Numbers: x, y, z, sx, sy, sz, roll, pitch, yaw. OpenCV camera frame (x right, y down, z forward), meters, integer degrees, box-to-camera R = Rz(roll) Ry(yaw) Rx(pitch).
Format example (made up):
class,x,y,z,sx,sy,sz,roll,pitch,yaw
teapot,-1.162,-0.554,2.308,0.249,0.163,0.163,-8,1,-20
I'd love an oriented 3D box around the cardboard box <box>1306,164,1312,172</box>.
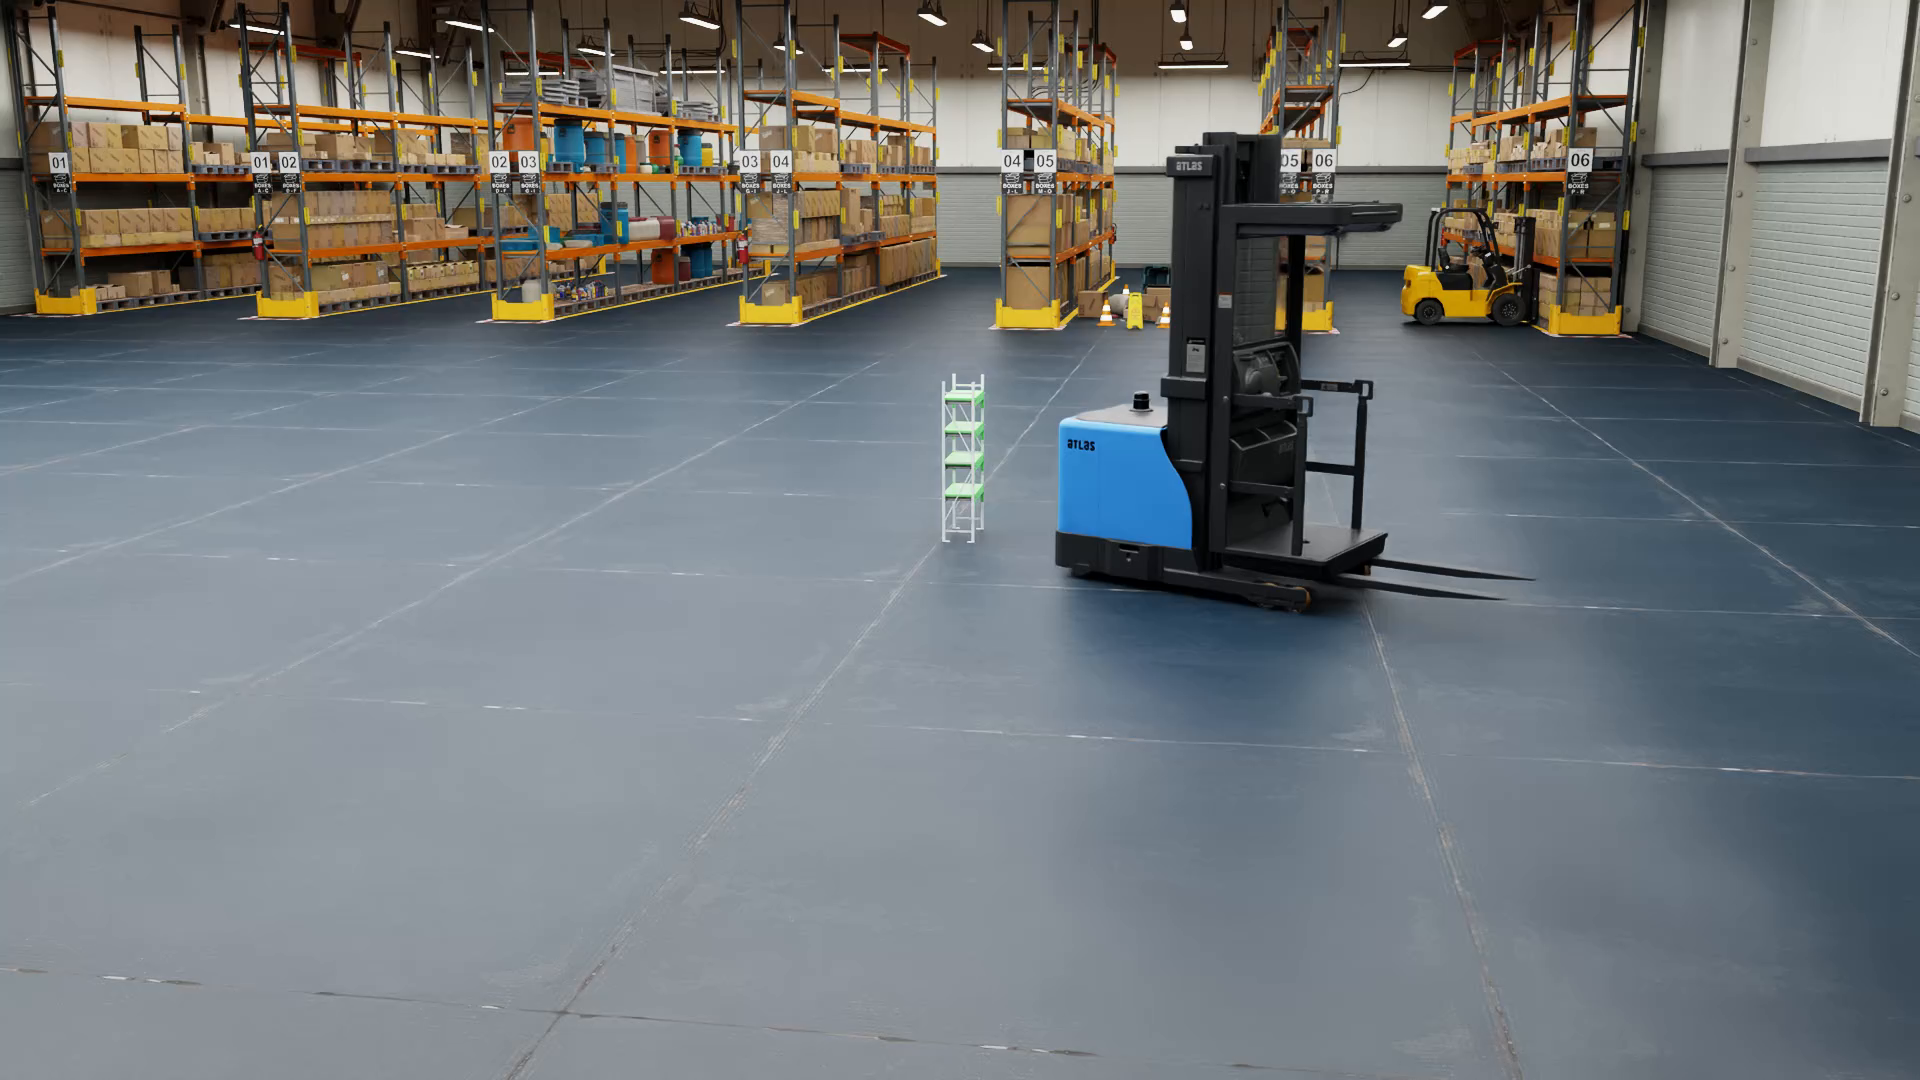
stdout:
class,x,y,z,sx,sy,sz,roll,pitch,yaw
cardboard box,6.493,-6.757,30.205,0.380,0.149,0.250,1,12,7

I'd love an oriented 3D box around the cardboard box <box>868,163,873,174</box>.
class,x,y,z,sx,sy,sz,roll,pitch,yaw
cardboard box,-2.287,-8.467,37.896,0.500,0.250,0.500,2,12,8

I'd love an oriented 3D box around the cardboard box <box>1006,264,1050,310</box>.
class,x,y,z,sx,sy,sz,roll,pitch,yaw
cardboard box,1.301,-4.747,31.447,0.875,0.875,0.875,2,12,9

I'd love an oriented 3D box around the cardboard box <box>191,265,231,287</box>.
class,x,y,z,sx,sy,sz,roll,pitch,yaw
cardboard box,-17.565,-6.189,38.981,0.700,0.500,0.500,2,12,8

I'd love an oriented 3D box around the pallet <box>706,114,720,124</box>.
class,x,y,z,sx,sy,sz,roll,pitch,yaw
pallet,-6.769,-10.749,42.408,1.003,0.211,1.213,2,12,9

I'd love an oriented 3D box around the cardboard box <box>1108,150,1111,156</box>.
class,x,y,z,sx,sy,sz,roll,pitch,yaw
cardboard box,3.855,-10.361,44.554,0.380,0.149,0.250,2,12,10

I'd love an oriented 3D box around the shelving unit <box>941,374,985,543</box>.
class,x,y,z,sx,sy,sz,roll,pitch,yaw
shelving unit,0.025,-0.621,12.527,0.258,1.200,0.503,2,12,9

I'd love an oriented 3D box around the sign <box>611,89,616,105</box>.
class,x,y,z,sx,sy,sz,roll,pitch,yaw
sign,-7.360,-9.422,35.351,0.100,0.325,0.005,2,12,9

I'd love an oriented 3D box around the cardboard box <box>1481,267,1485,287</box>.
class,x,y,z,sx,sy,sz,roll,pitch,yaw
cardboard box,12.244,-5.985,38.082,0.500,0.500,0.500,2,12,8

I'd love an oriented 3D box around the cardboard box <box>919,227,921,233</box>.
class,x,y,z,sx,sy,sz,roll,pitch,yaw
cardboard box,-1.245,-8.262,44.309,0.380,0.149,0.250,2,12,8

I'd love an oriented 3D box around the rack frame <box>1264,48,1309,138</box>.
class,x,y,z,sx,sy,sz,roll,pitch,yaw
rack frame,8.014,-10.728,40.915,1.000,3.000,0.127,2,12,9

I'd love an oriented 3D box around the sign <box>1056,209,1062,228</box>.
class,x,y,z,sx,sy,sz,roll,pitch,yaw
sign,1.810,-5.880,30.414,0.100,0.325,0.005,2,12,9

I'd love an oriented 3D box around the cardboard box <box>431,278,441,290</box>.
class,x,y,z,sx,sy,sz,roll,pitch,yaw
cardboard box,-12.332,-5.925,38.395,0.500,0.250,0.500,1,12,7

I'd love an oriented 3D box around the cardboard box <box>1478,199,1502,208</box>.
class,x,y,z,sx,sy,sz,roll,pitch,yaw
cardboard box,13.411,-8.376,42.108,0.500,0.500,0.500,2,12,7

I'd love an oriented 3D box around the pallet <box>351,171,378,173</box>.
class,x,y,z,sx,sy,sz,roll,pitch,yaw
pallet,-16.325,-10.191,45.753,1.003,0.211,1.213,2,12,9

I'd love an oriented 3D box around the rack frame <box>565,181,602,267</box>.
class,x,y,z,sx,sy,sz,roll,pitch,yaw
rack frame,-10.950,-9.271,48.394,1.000,3.000,0.127,2,12,9

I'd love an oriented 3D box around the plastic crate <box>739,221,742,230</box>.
class,x,y,z,sx,sy,sz,roll,pitch,yaw
plastic crate,-6.119,-8.622,45.634,0.416,0.233,0.300,2,12,9

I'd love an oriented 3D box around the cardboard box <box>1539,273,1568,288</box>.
class,x,y,z,sx,sy,sz,roll,pitch,yaw
cardboard box,10.977,-4.805,30.828,0.500,0.250,0.500,2,12,9

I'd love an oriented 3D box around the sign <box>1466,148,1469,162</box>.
class,x,y,z,sx,sy,sz,roll,pitch,yaw
sign,12.382,-9.371,40.508,0.100,0.325,0.005,2,12,9

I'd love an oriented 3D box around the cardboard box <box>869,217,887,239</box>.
class,x,y,z,sx,sy,sz,roll,pitch,yaw
cardboard box,-2.049,-7.425,39.591,0.500,0.500,0.500,2,12,10

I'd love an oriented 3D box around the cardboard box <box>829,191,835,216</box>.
class,x,y,z,sx,sy,sz,roll,pitch,yaw
cardboard box,-2.881,-6.928,34.203,0.500,0.500,0.500,2,12,9

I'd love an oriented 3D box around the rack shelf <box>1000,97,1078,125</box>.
class,x,y,z,sx,sy,sz,roll,pitch,yaw
rack shelf,1.570,-8.239,32.020,1.077,0.370,4.000,2,12,9

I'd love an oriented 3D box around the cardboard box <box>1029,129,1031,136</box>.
class,x,y,z,sx,sy,sz,roll,pitch,yaw
cardboard box,1.136,-7.717,31.530,0.380,0.149,0.250,2,12,9

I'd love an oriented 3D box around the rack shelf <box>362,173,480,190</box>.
class,x,y,z,sx,sy,sz,roll,pitch,yaw
rack shelf,-12.488,-8.304,38.494,1.077,0.370,4.000,2,12,9

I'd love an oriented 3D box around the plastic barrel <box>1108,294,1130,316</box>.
class,x,y,z,sx,sy,sz,roll,pitch,yaw
plastic barrel,3.219,-4.725,33.411,0.421,0.421,0.512,-10,16,-40

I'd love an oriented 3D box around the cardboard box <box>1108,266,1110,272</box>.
class,x,y,z,sx,sy,sz,roll,pitch,yaw
cardboard box,3.908,-7.406,45.510,0.380,0.149,0.250,2,12,10

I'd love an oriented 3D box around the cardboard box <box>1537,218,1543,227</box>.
class,x,y,z,sx,sy,sz,roll,pitch,yaw
cardboard box,11.155,-6.013,31.498,0.380,0.149,0.250,1,12,7

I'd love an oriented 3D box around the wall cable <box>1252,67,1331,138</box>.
class,x,y,z,sx,sy,sz,roll,pitch,yaw
wall cable,9.969,-12.729,50.200,2.355,3.000,0.029,2,12,9

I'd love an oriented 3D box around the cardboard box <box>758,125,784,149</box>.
class,x,y,z,sx,sy,sz,roll,pitch,yaw
cardboard box,-3.635,-7.855,32.571,0.500,0.500,0.500,2,12,9

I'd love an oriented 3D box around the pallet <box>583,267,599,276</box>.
class,x,y,z,sx,sy,sz,roll,pitch,yaw
pallet,-11.084,-7.726,47.844,1.003,0.211,1.213,2,12,9

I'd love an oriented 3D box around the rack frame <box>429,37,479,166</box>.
class,x,y,z,sx,sy,sz,roll,pitch,yaw
rack frame,-12.181,-10.539,40.034,1.000,3.000,0.127,2,12,9

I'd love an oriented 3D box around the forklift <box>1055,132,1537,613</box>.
class,x,y,z,sx,sy,sz,roll,pitch,yaw
forklift,2.155,-1.103,10.653,3.031,2.935,1.130,8,15,34

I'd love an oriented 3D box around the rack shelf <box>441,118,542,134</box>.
class,x,y,z,sx,sy,sz,roll,pitch,yaw
rack shelf,-11.873,-10.408,42.084,1.077,0.370,4.000,2,12,9

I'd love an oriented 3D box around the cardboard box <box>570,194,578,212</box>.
class,x,y,z,sx,sy,sz,roll,pitch,yaw
cardboard box,-10.978,-9.387,46.321,0.500,0.500,0.500,2,12,10

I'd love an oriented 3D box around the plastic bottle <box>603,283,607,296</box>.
class,x,y,z,sx,sy,sz,roll,pitch,yaw
plastic bottle,-7.650,-5.388,35.780,0.061,0.283,0.133,3,12,11

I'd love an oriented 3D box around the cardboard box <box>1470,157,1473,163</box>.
class,x,y,z,sx,sy,sz,roll,pitch,yaw
cardboard box,12.341,-9.026,39.496,0.380,0.149,0.250,2,12,9

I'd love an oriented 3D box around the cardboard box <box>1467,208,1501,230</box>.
class,x,y,z,sx,sy,sz,roll,pitch,yaw
cardboard box,12.544,-7.689,39.816,0.700,0.500,0.500,2,12,9

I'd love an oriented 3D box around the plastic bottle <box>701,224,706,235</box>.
class,x,y,z,sx,sy,sz,roll,pitch,yaw
plastic bottle,-6.567,-7.915,42.395,0.152,0.276,0.135,2,12,9

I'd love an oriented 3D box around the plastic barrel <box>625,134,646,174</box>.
class,x,y,z,sx,sy,sz,roll,pitch,yaw
plastic barrel,-7.628,-8.992,38.788,0.600,0.901,0.600,0,12,0

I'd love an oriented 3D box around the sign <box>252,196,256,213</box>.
class,x,y,z,sx,sy,sz,roll,pitch,yaw
sign,-13.945,-6.643,32.887,0.100,0.325,0.005,2,12,9

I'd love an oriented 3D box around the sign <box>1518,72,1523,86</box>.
class,x,y,z,sx,sy,sz,roll,pitch,yaw
sign,13.469,-11.086,39.979,0.100,0.325,0.005,2,12,9

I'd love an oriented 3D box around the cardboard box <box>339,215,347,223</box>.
class,x,y,z,sx,sy,sz,roll,pitch,yaw
cardboard box,-12.942,-6.649,34.451,0.380,0.149,0.250,2,12,8

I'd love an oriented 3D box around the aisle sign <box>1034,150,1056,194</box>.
class,x,y,z,sx,sy,sz,roll,pitch,yaw
aisle sign,1.548,-6.683,30.215,0.394,0.787,0.004,2,12,9

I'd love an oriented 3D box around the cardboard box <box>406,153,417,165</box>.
class,x,y,z,sx,sy,sz,roll,pitch,yaw
cardboard box,-12.610,-8.614,37.583,0.500,0.250,0.500,1,12,3

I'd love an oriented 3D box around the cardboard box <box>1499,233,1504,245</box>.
class,x,y,z,sx,sy,sz,roll,pitch,yaw
cardboard box,11.840,-6.433,35.581,0.500,0.250,0.500,1,12,7

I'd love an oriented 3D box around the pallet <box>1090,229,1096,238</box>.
class,x,y,z,sx,sy,sz,roll,pitch,yaw
pallet,2.756,-7.422,40.268,1.003,0.211,1.213,2,12,9

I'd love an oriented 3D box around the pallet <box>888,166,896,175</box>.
class,x,y,z,sx,sy,sz,roll,pitch,yaw
pallet,-2.177,-9.027,40.588,1.003,0.211,1.213,2,12,11

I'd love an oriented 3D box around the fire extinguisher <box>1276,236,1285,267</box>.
class,x,y,z,sx,sy,sz,roll,pitch,yaw
fire extinguisher,5.696,-5.251,29.923,0.296,0.674,0.183,2,12,9

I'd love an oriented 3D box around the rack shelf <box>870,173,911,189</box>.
class,x,y,z,sx,sy,sz,roll,pitch,yaw
rack shelf,-2.085,-8.815,40.865,1.077,0.370,4.000,2,12,9

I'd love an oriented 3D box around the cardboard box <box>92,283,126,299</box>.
class,x,y,z,sx,sy,sz,roll,pitch,yaw
cardboard box,-18.024,-5.261,35.122,0.500,0.311,0.500,3,13,13
